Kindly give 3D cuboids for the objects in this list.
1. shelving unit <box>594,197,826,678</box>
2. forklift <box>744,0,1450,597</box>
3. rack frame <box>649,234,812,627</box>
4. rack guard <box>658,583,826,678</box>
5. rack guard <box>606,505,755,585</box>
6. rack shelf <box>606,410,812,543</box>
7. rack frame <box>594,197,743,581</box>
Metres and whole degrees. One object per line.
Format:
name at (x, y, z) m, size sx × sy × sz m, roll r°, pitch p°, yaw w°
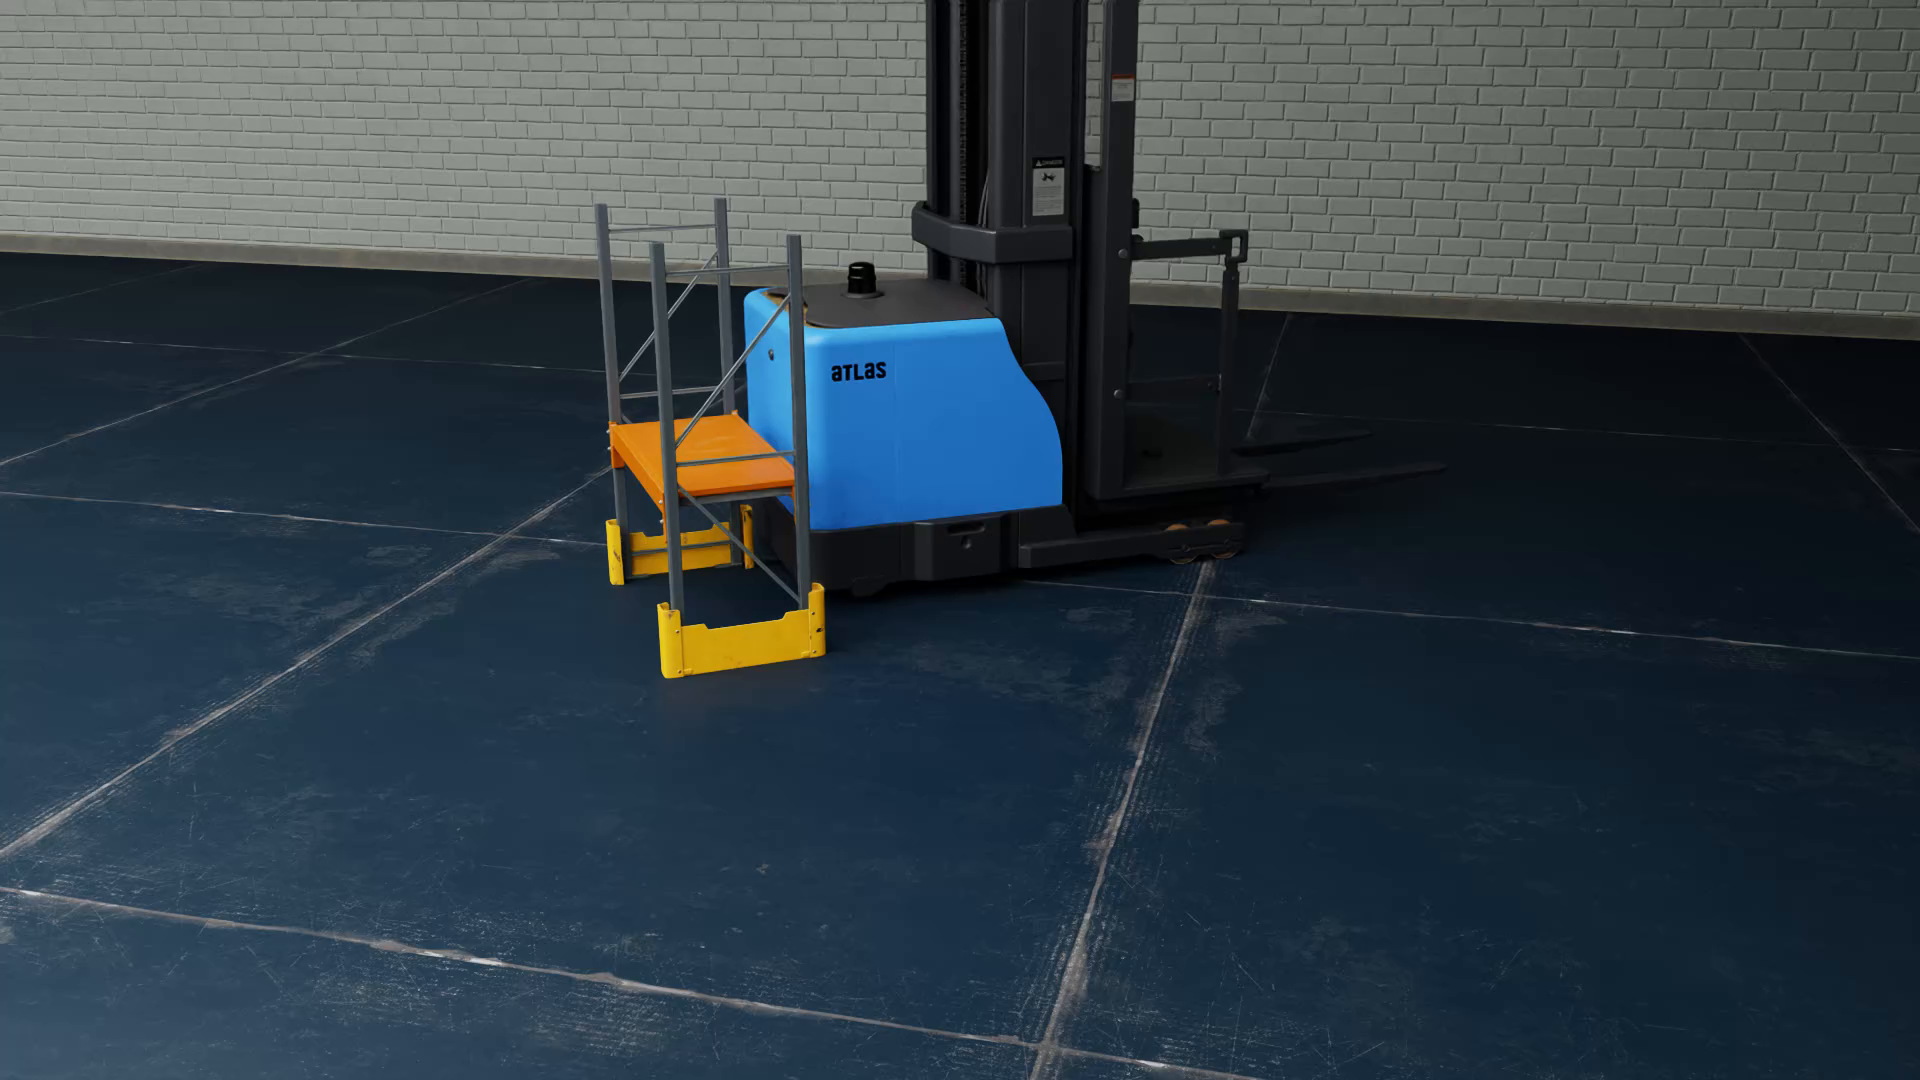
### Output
shelving unit at (-0.947, -0.424, 6.108) m, size 0.587 × 1.500 × 1.083 m, roll -7°, pitch 20°, yaw -20°
forklift at (0.661, -1.438, 6.864) m, size 3.031 × 2.935 × 1.130 m, roll -7°, pitch 20°, yaw -19°
rack frame at (-0.764, -0.274, 5.668) m, size 0.500 × 1.500 × 0.032 m, roll -7°, pitch 20°, yaw -20°
rack guard at (-0.764, 0.318, 5.871) m, size 0.587 × 0.250 × 0.087 m, roll -7°, pitch 20°, yaw -20°
rack guard at (-1.130, 0.018, 6.748) m, size 0.587 × 0.250 × 0.087 m, roll -7°, pitch 20°, yaw -20°
rack shelf at (-0.950, -0.256, 6.174) m, size 0.538 × 0.185 × 1.000 m, roll -7°, pitch 20°, yaw -20°
rack frame at (-1.137, -0.579, 6.563) m, size 0.500 × 1.500 × 0.032 m, roll -7°, pitch 20°, yaw -20°
